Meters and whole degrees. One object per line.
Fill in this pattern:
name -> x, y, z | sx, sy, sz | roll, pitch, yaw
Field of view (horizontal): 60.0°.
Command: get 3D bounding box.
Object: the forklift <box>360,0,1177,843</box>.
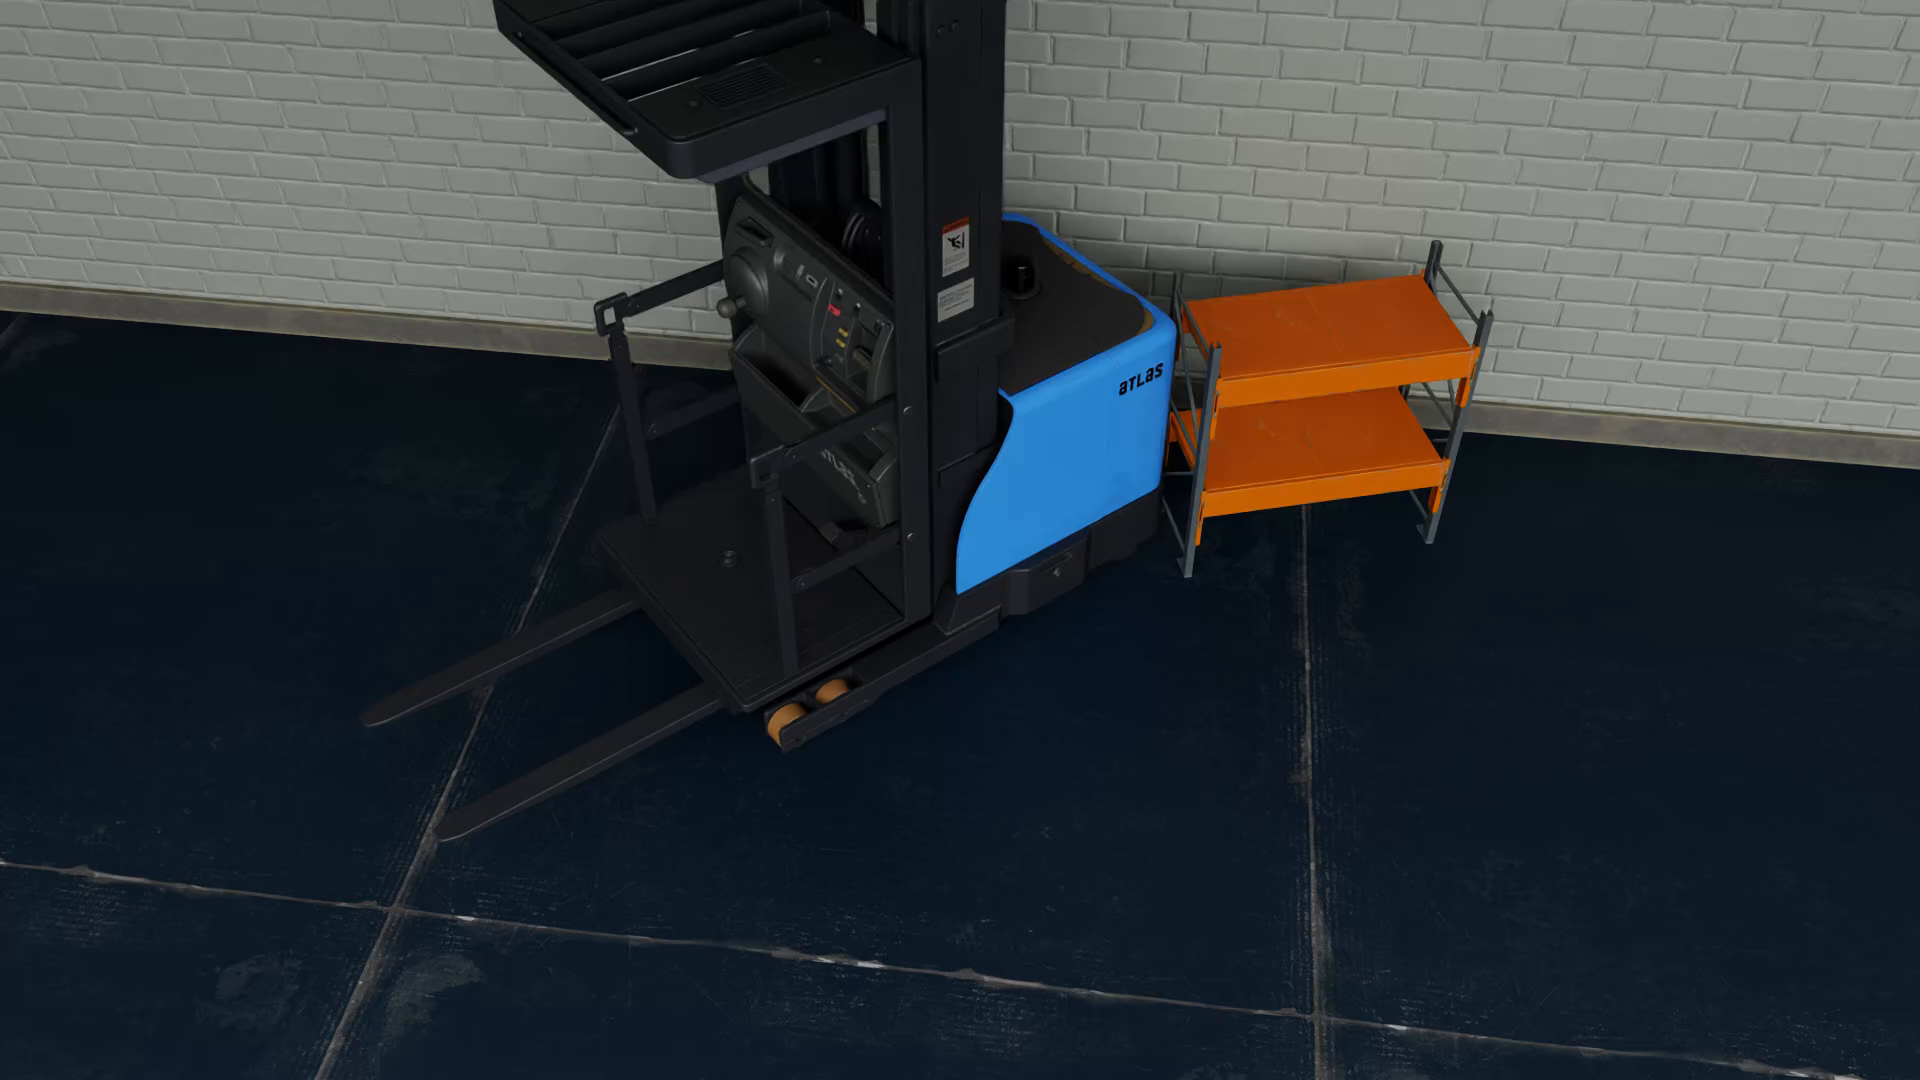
forklift -> -0.676, -0.731, 5.390 | 3.031, 2.935, 1.130 | -27, 50, -26

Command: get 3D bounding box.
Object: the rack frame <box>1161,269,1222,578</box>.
rack frame -> 0.857, -0.428, 6.384 | 0.032, 1.125, 0.500 | -8, 44, -8

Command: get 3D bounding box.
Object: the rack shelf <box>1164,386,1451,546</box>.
rack shelf -> 1.355, -0.317, 6.623 | 1.000, 0.278, 0.538 | -8, 44, -8

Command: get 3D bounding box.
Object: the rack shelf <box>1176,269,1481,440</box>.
rack shelf -> 1.355, -0.708, 6.253 | 1.000, 0.278, 0.538 | -8, 44, -8

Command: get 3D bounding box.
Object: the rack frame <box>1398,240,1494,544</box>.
rack frame -> 1.854, -0.562, 6.525 | 0.032, 1.125, 0.500 | -8, 44, -8

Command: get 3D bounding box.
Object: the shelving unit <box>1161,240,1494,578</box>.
shelving unit -> 1.355, -0.495, 6.455 | 1.048, 1.125, 0.538 | -8, 44, -8
